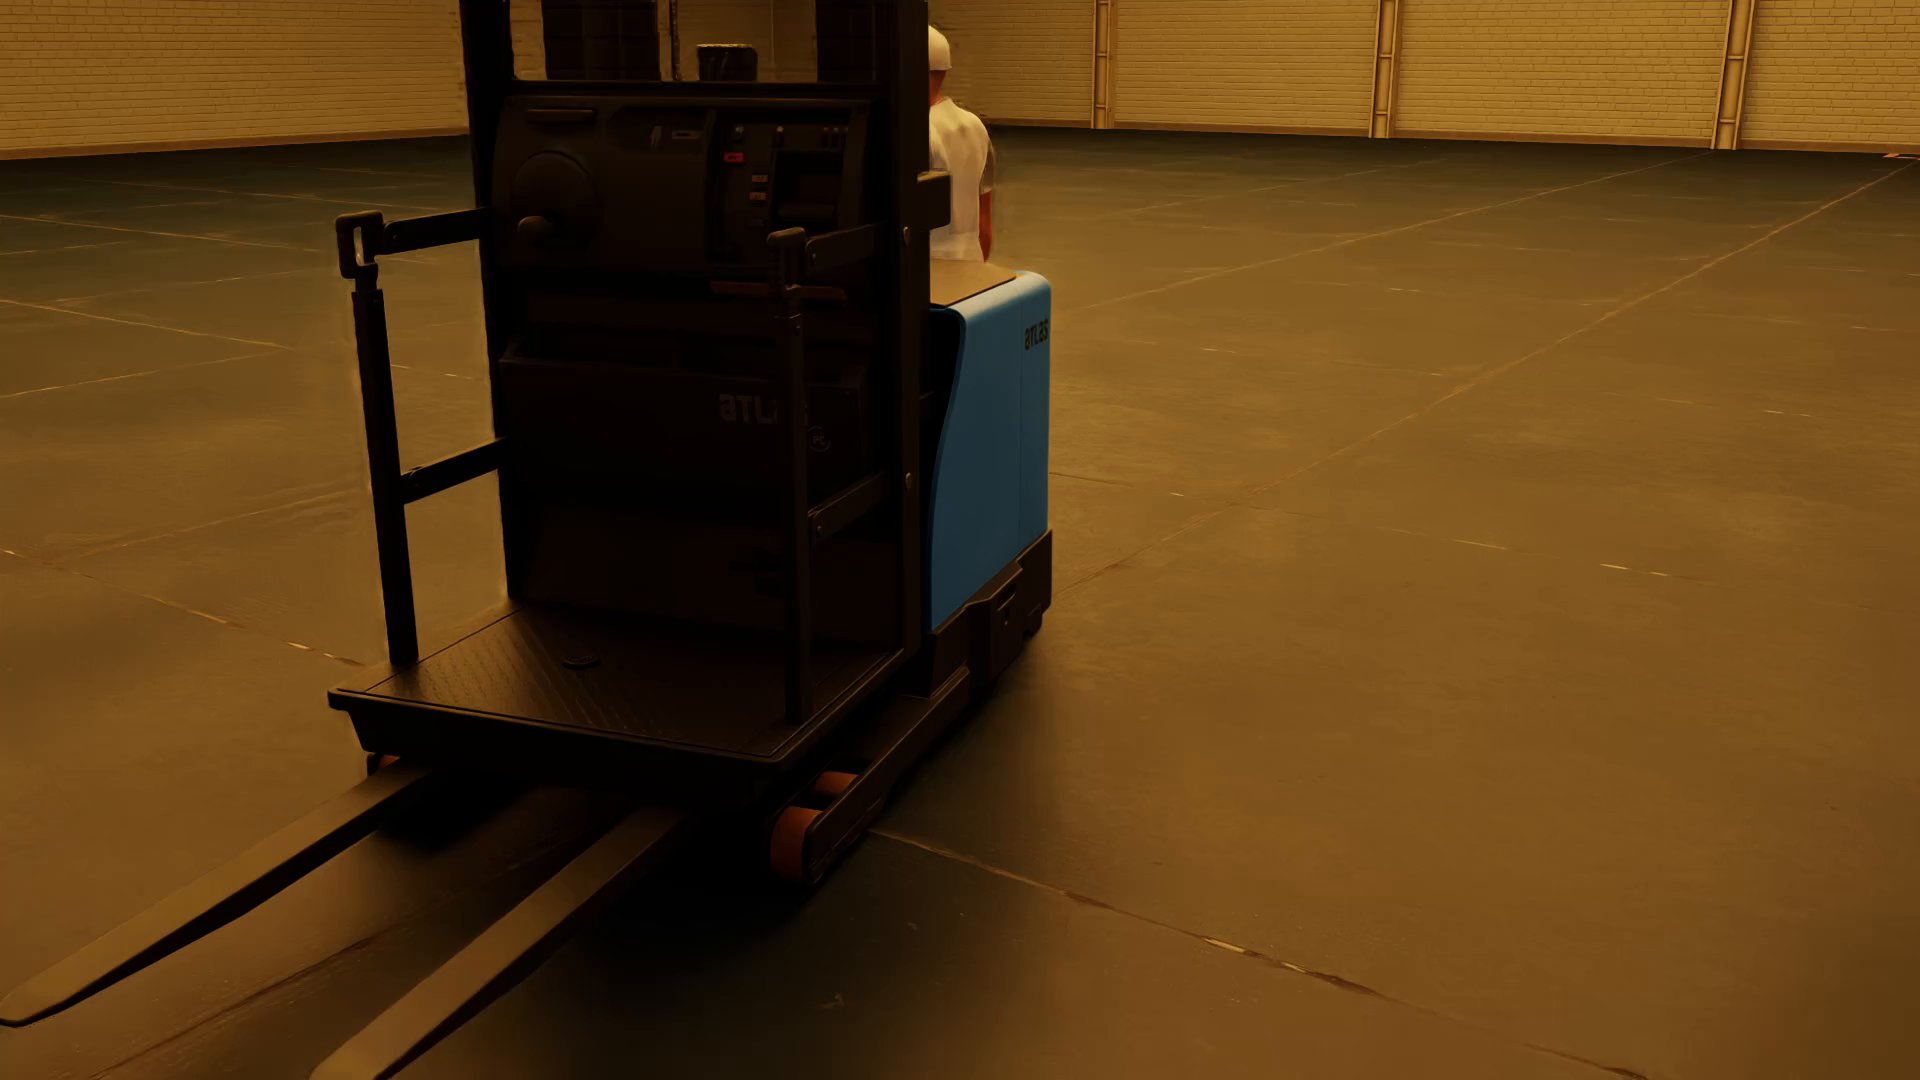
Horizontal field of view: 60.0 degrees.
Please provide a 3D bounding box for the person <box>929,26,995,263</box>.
[{"bbox_3d":[-0.210,-0.872,5.805,0.655,1.774,0.724,8,19,26],"label":"person"}]

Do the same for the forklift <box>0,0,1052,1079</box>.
[{"bbox_3d":[-0.706,-0.807,3.532,1.130,2.935,3.031,6,18,19],"label":"forklift"}]
